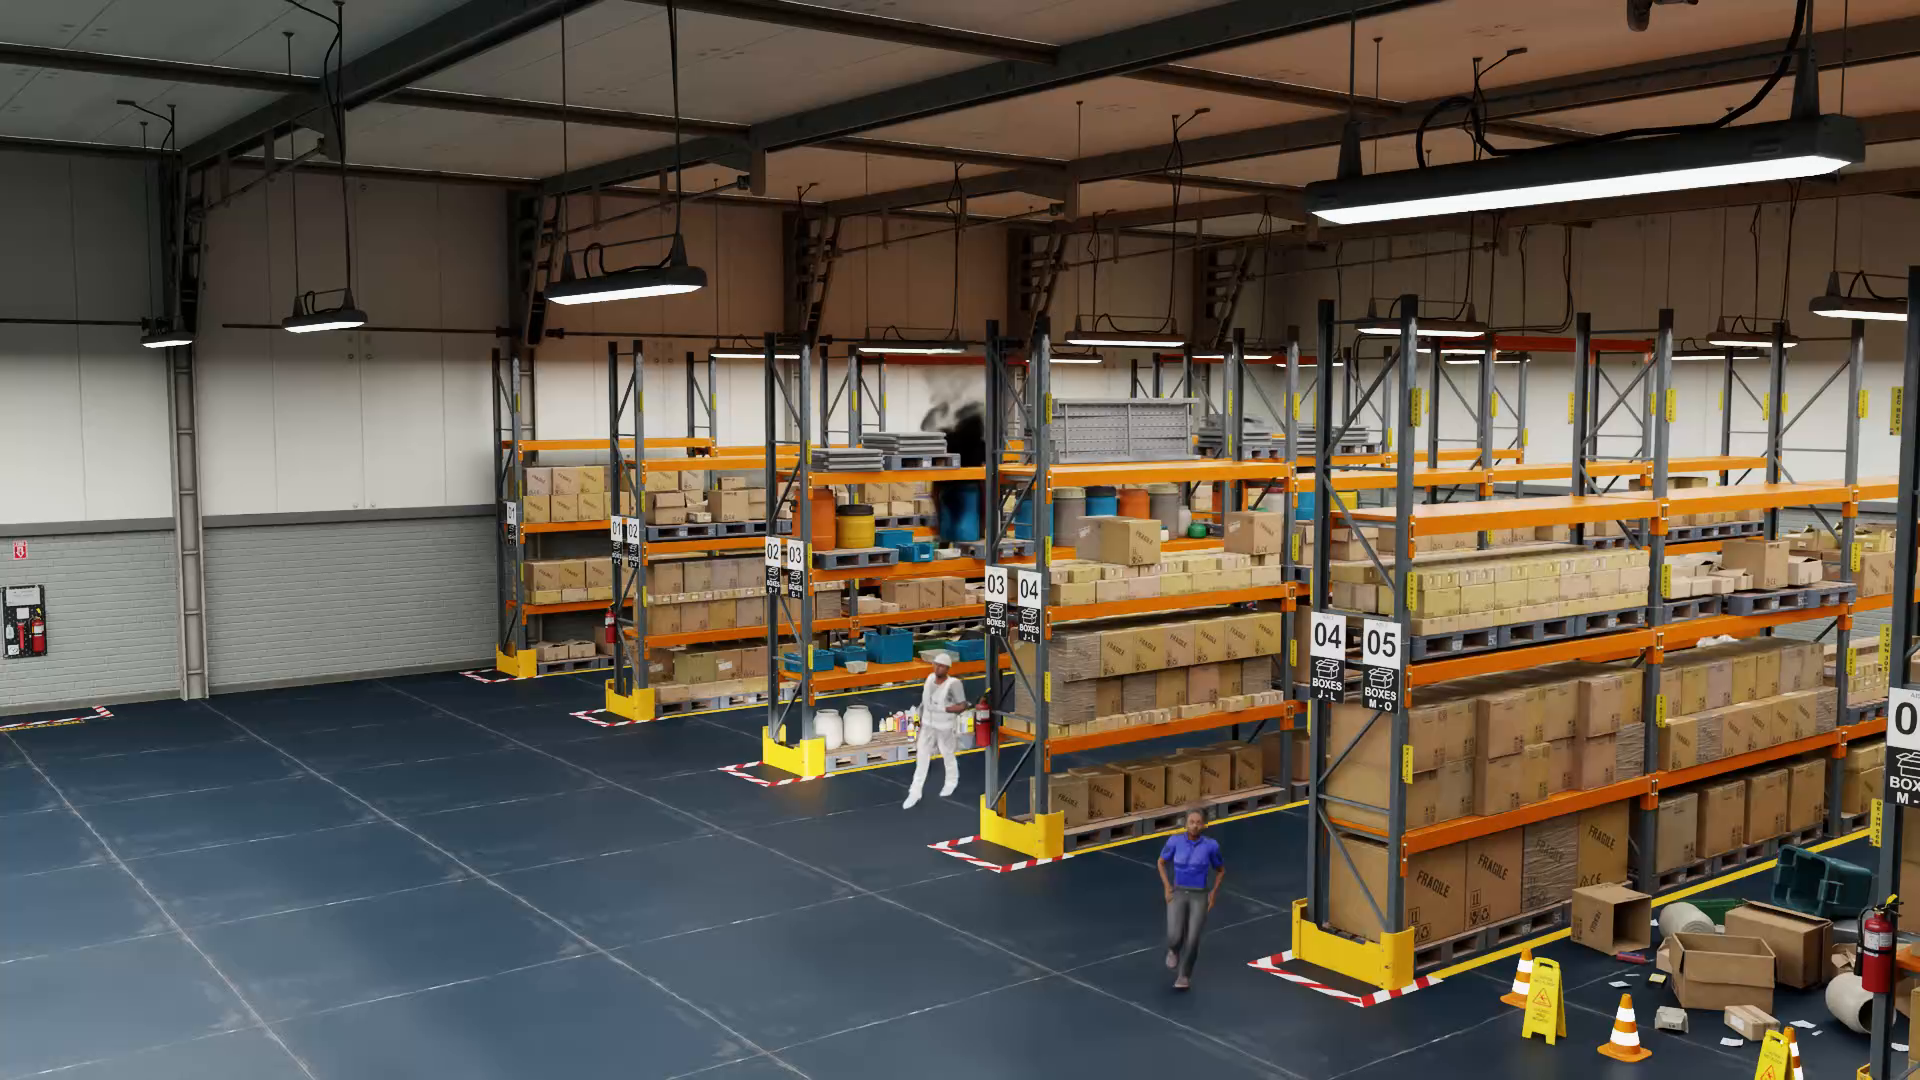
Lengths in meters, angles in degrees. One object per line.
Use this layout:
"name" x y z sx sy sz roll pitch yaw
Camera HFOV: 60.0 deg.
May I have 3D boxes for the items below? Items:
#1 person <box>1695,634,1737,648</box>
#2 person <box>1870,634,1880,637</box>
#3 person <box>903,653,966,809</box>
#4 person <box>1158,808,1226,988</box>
"person" 11.400 2.065 25.130 0.872 1.820 0.653 -4 6 -35
"person" 13.579 2.216 24.657 0.708 1.658 0.555 -3 6 -33
"person" -0.224 2.247 19.773 0.712 1.822 0.867 4 6 35
"person" 2.013 3.106 14.481 0.590 1.588 0.523 1 5 11
